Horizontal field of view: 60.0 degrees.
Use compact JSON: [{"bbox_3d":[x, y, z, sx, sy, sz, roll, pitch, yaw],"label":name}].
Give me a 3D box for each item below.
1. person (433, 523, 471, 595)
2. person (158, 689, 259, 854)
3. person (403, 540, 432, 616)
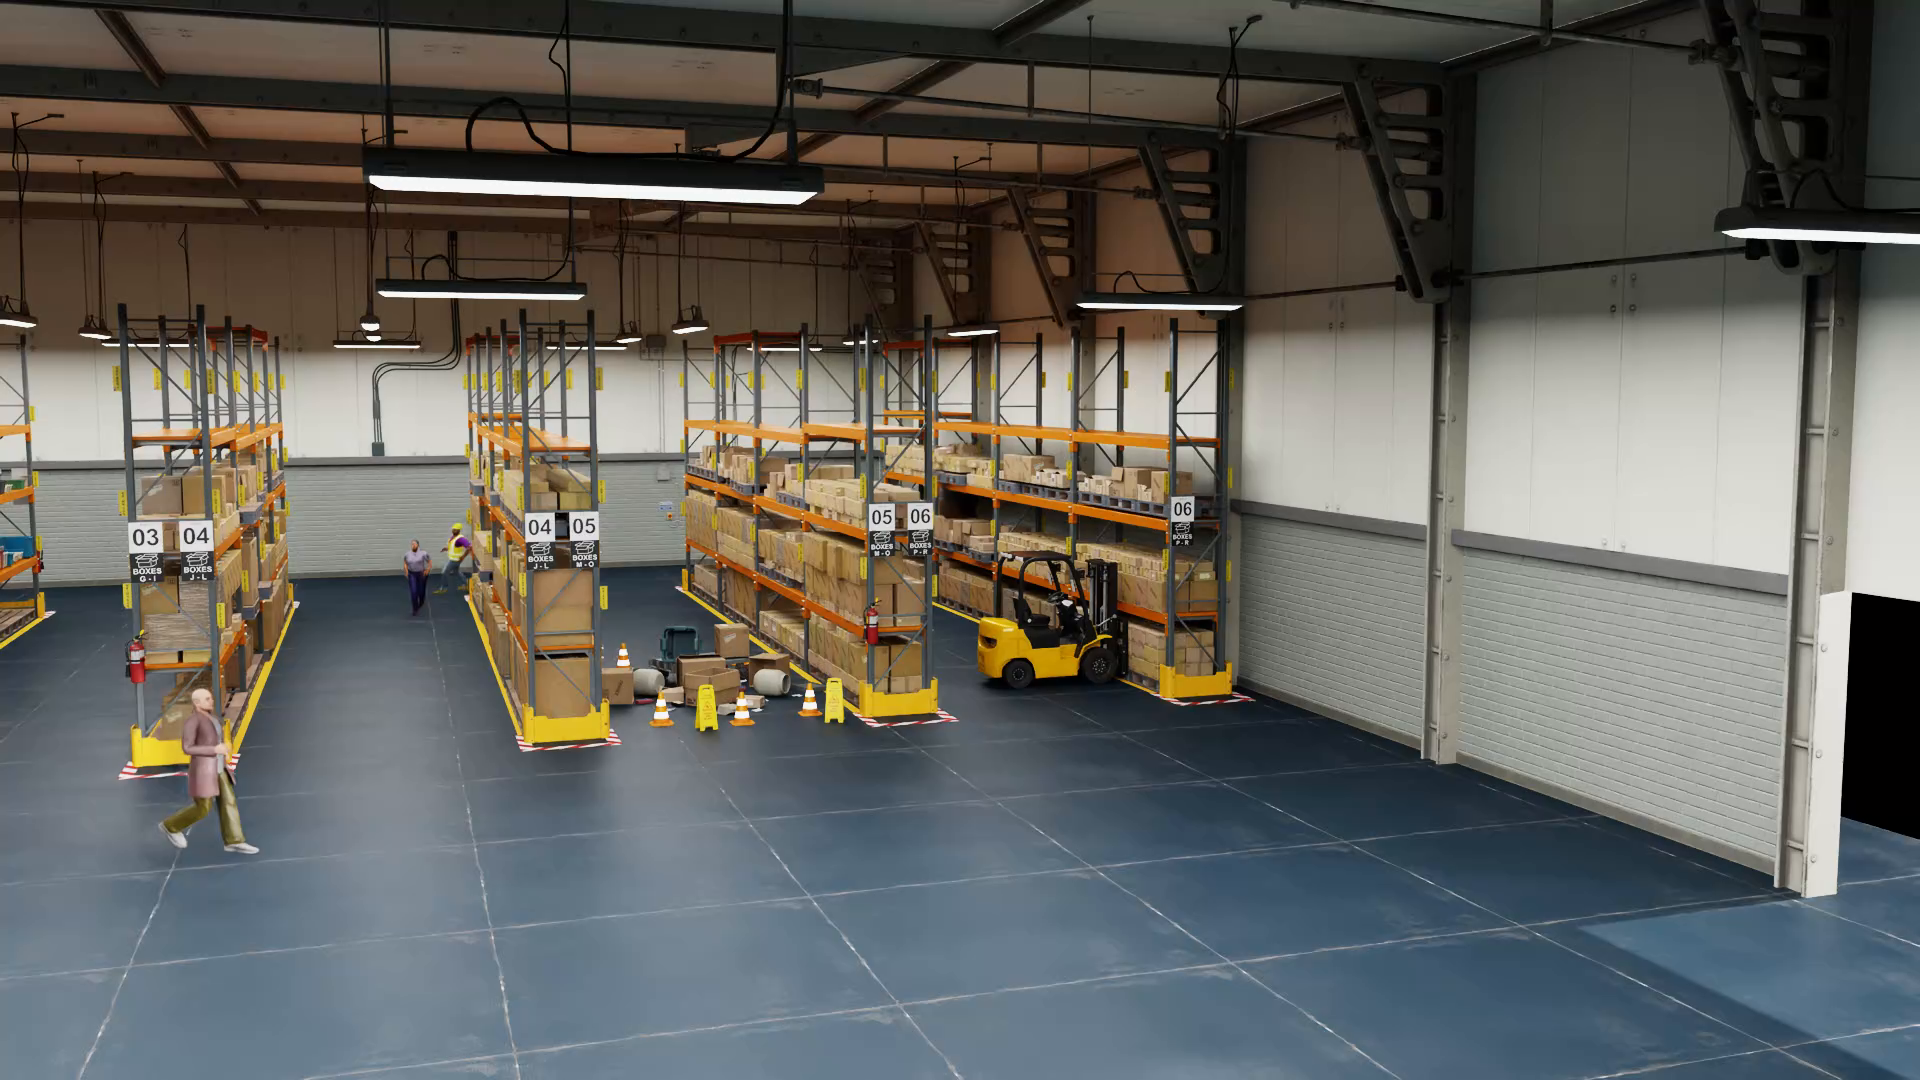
[{"bbox_3d":[-12.018,0.437,39.329,0.917,1.696,0.822,-1,6,-14],"label":"person"},{"bbox_3d":[-7.937,2.483,17.521,1.047,1.682,0.708,1,5,6],"label":"person"},{"bbox_3d":[-11.742,0.790,36.027,0.610,1.627,0.657,-1,6,-11],"label":"person"}]
